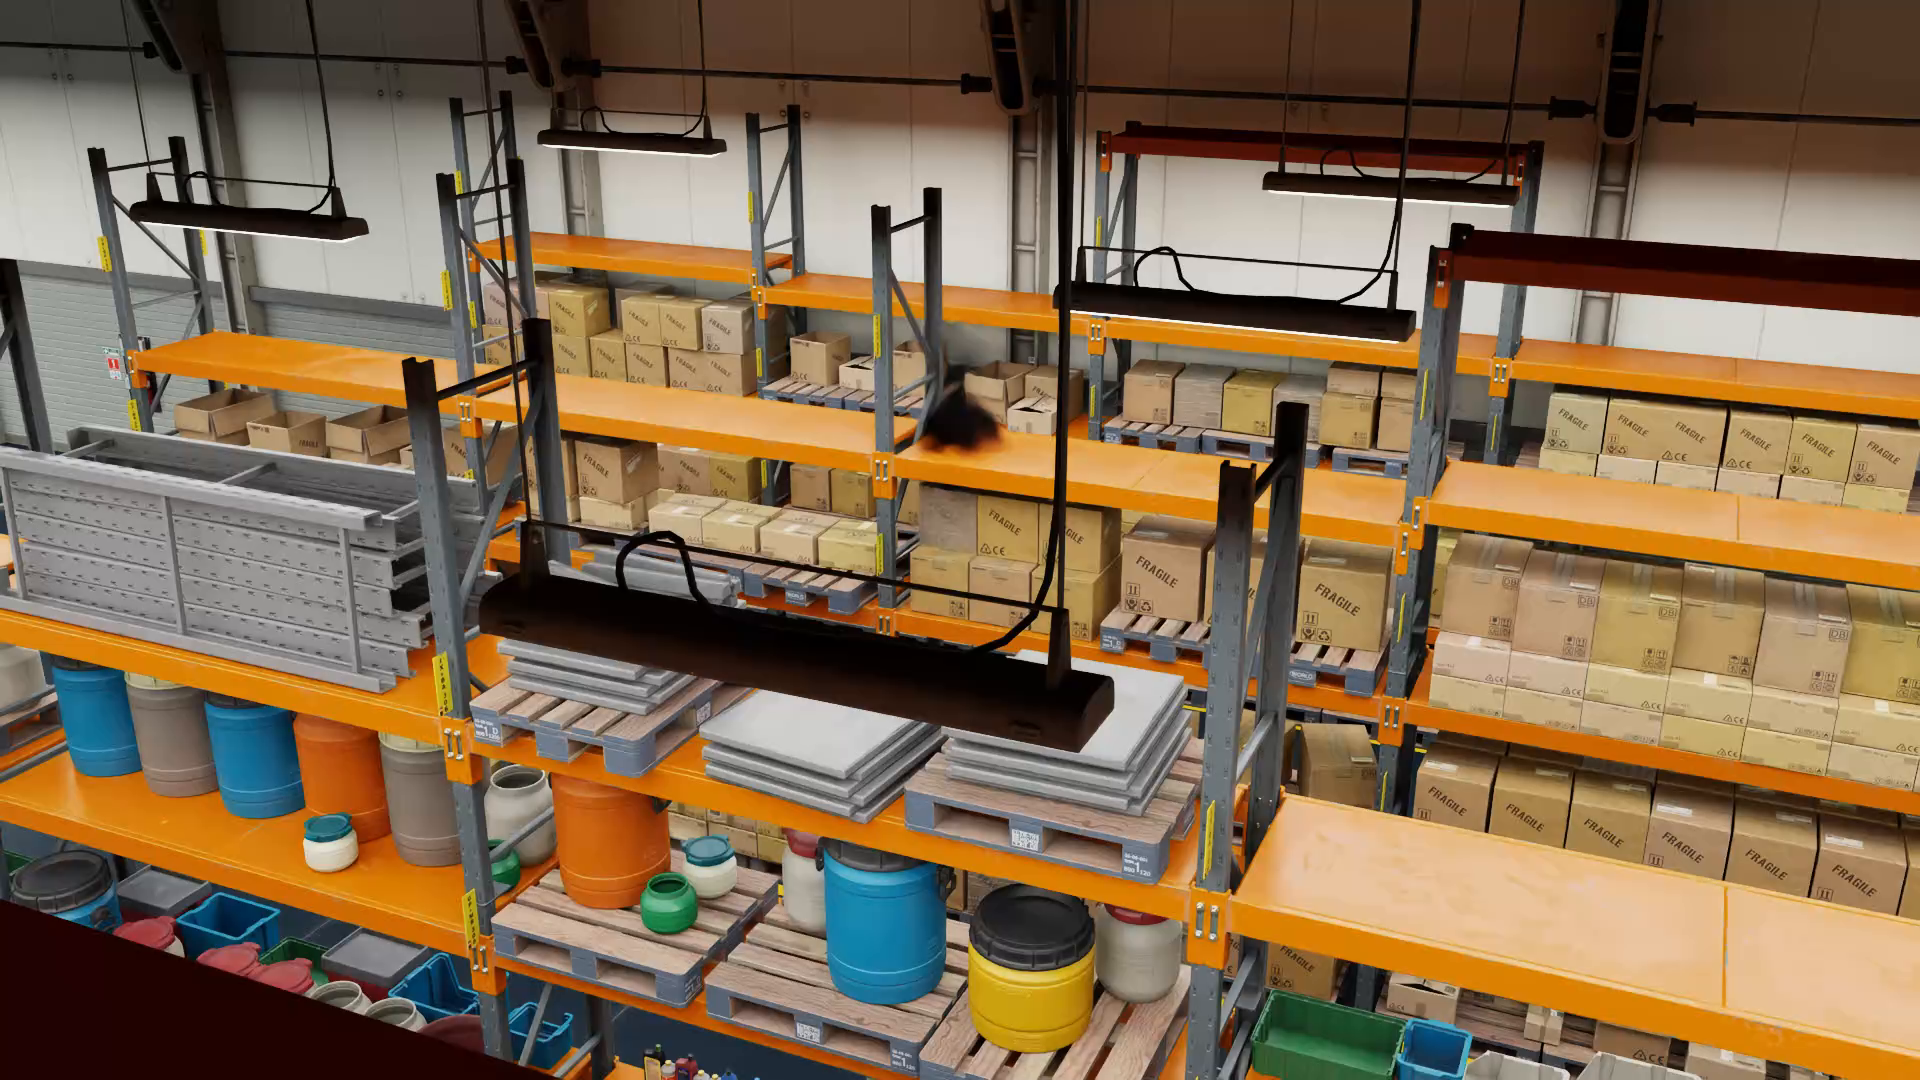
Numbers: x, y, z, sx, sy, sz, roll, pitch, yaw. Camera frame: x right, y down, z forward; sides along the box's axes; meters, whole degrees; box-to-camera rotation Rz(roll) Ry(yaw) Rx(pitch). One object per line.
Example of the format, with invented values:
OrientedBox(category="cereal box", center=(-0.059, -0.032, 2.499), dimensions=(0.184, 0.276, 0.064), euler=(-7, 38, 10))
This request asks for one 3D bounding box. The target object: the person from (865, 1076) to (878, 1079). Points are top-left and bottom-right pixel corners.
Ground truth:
OrientedBox(category="person", center=(-0.355, 3.427, 11.162), dimensions=(0.829, 1.741, 0.590), euler=(11, 23, 28))
